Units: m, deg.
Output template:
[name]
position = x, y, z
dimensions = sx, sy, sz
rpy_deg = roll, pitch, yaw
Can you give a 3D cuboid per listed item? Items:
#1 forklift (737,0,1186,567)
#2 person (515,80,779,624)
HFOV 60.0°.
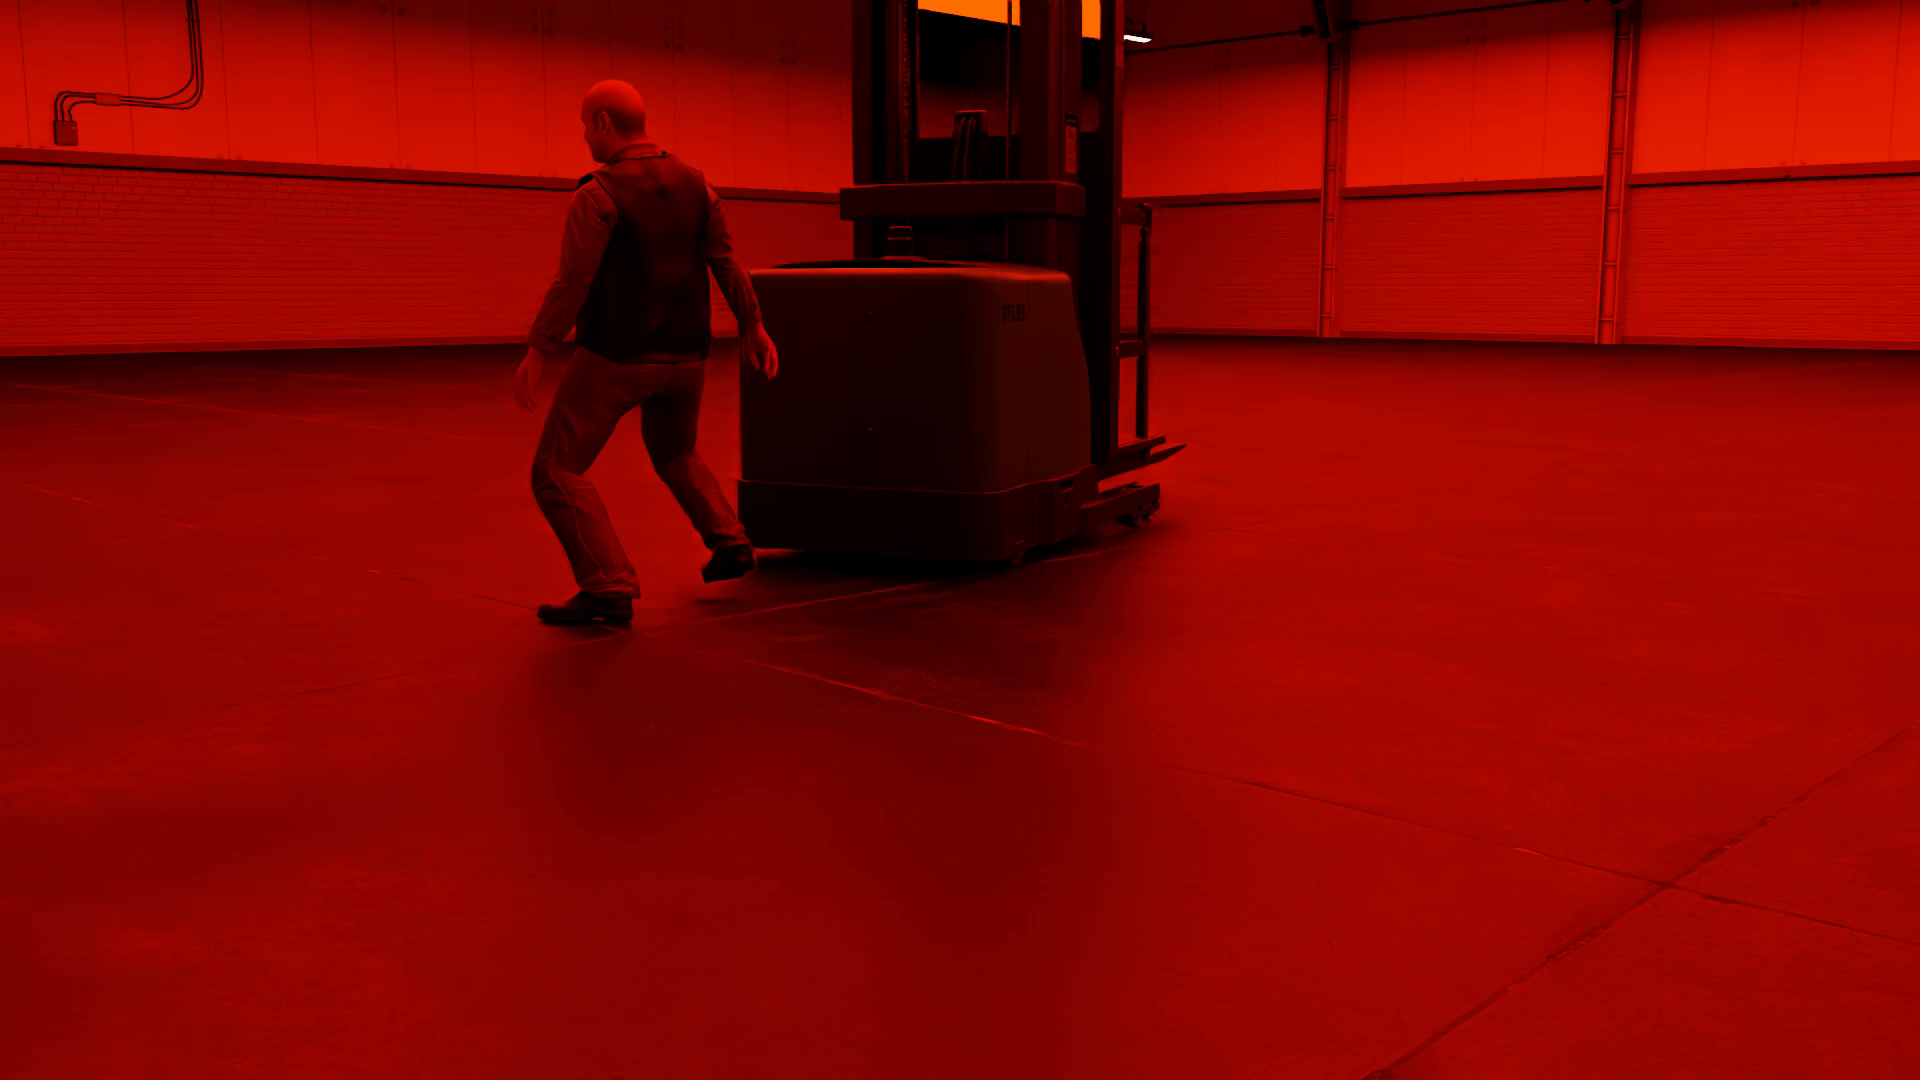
[forklift]
position = 0.235, -1.534, 7.062
dimensions = 1.130, 2.935, 3.031
rpy_deg = 4, 9, 23
[person]
position = -0.982, -0.598, 5.227
dimensions = 0.486, 1.629, 0.885
rpy_deg = 8, 12, 44
